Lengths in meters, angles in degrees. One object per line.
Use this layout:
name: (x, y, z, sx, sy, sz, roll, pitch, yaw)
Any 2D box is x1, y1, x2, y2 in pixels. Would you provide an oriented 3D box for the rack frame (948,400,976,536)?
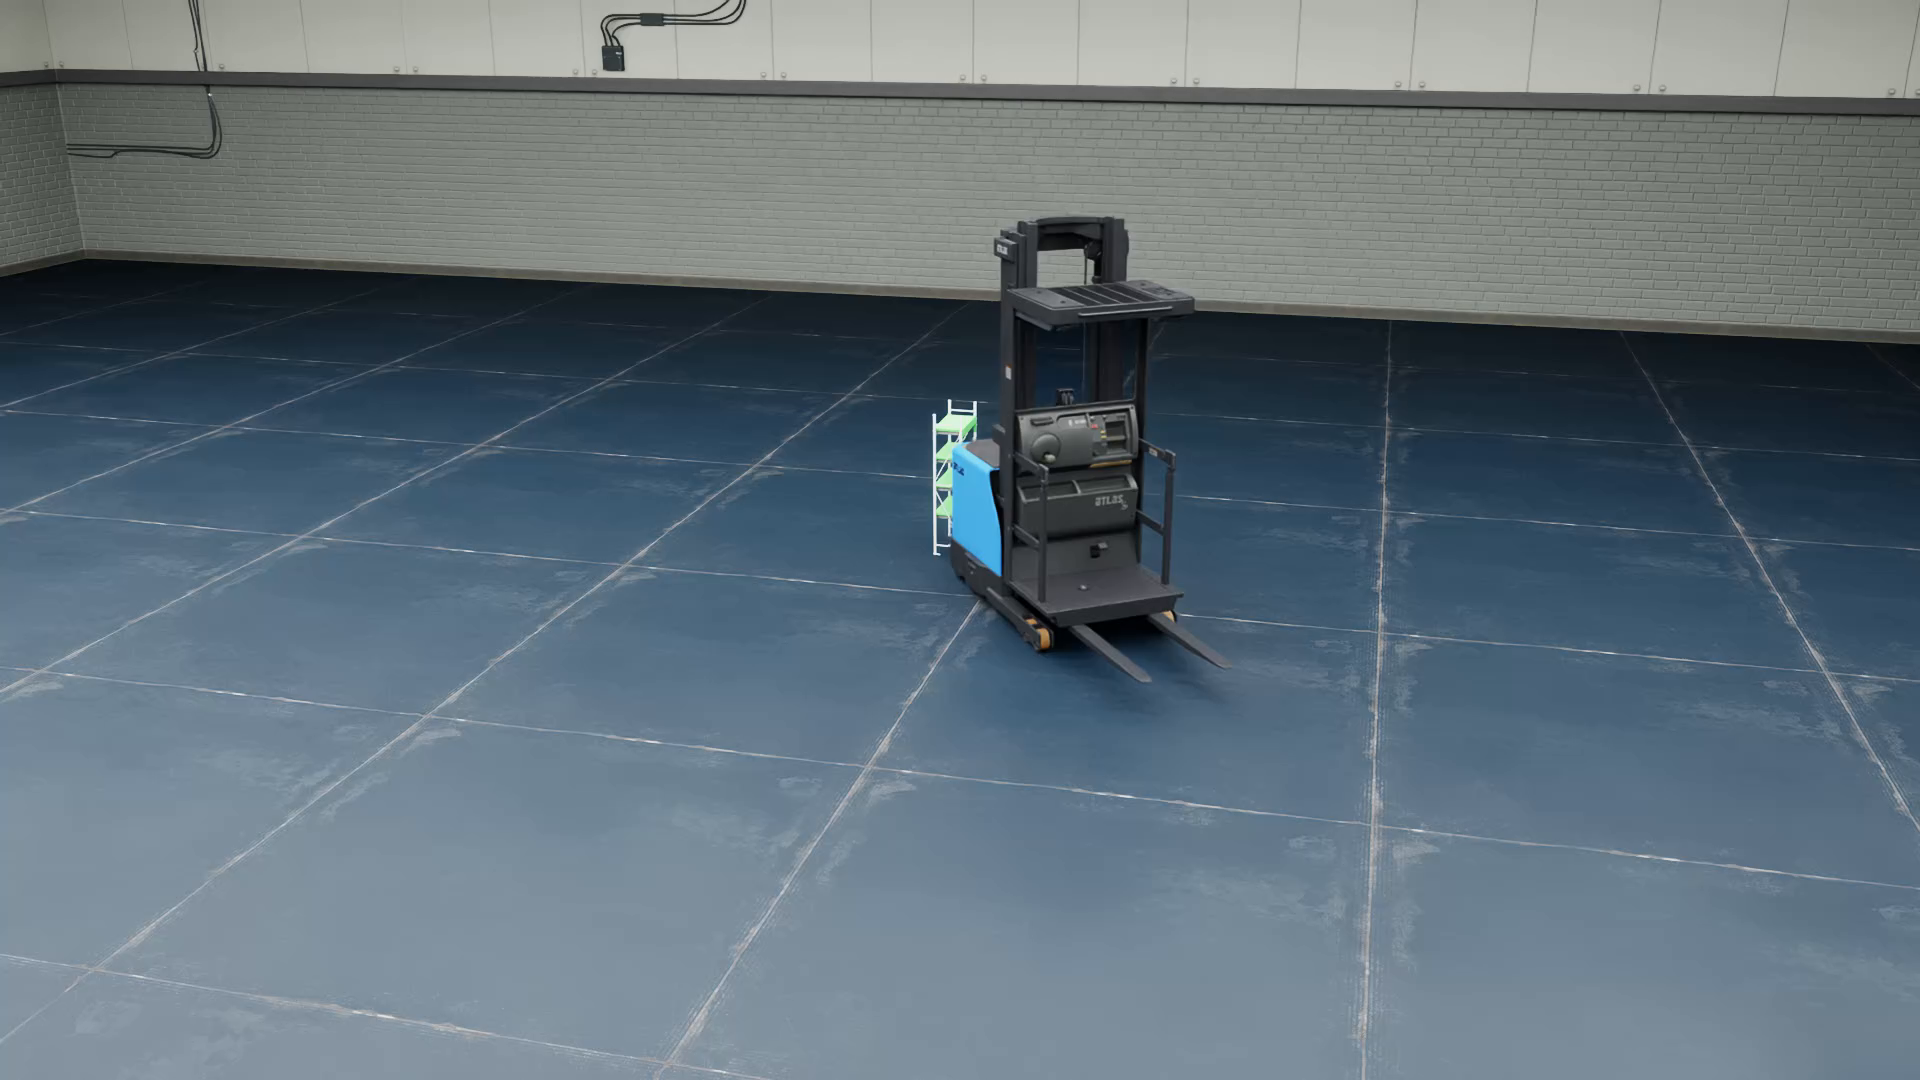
rack frame: (0.019, -0.592, 14.066, 0.240, 1.200, 0.015, 5, 19, 13)

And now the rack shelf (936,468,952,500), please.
rack shelf: (-0.040, -0.455, 13.862, 0.258, 0.148, 0.480, 5, 19, 13)

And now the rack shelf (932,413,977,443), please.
rack shelf: (-0.040, -0.910, 13.707, 0.258, 0.148, 0.480, 5, 19, 13)

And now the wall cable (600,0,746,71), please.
wall cable: (-4.191, -9.757, 23.568, 2.305, 6.003, 0.169, 5, 19, 13)

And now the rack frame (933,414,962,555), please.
rack frame: (-0.100, -0.439, 13.618, 0.240, 1.200, 0.015, 5, 19, 13)

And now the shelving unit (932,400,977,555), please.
shelving unit: (-0.040, -0.516, 13.842, 0.258, 1.200, 0.503, 5, 19, 13)

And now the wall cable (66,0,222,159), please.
wall cable: (-13.393, -7.432, 26.830, 3.097, 2.526, 0.112, 5, 19, 13)

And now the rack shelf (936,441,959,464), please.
rack shelf: (-0.040, -0.683, 13.785, 0.258, 0.148, 0.480, 5, 19, 13)

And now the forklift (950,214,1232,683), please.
forklift: (0.939, -0.748, 11.842, 1.130, 2.935, 3.031, -7, 20, -20)

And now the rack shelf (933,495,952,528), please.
rack shelf: (-0.040, -0.228, 13.940, 0.258, 0.148, 0.480, 5, 19, 13)
